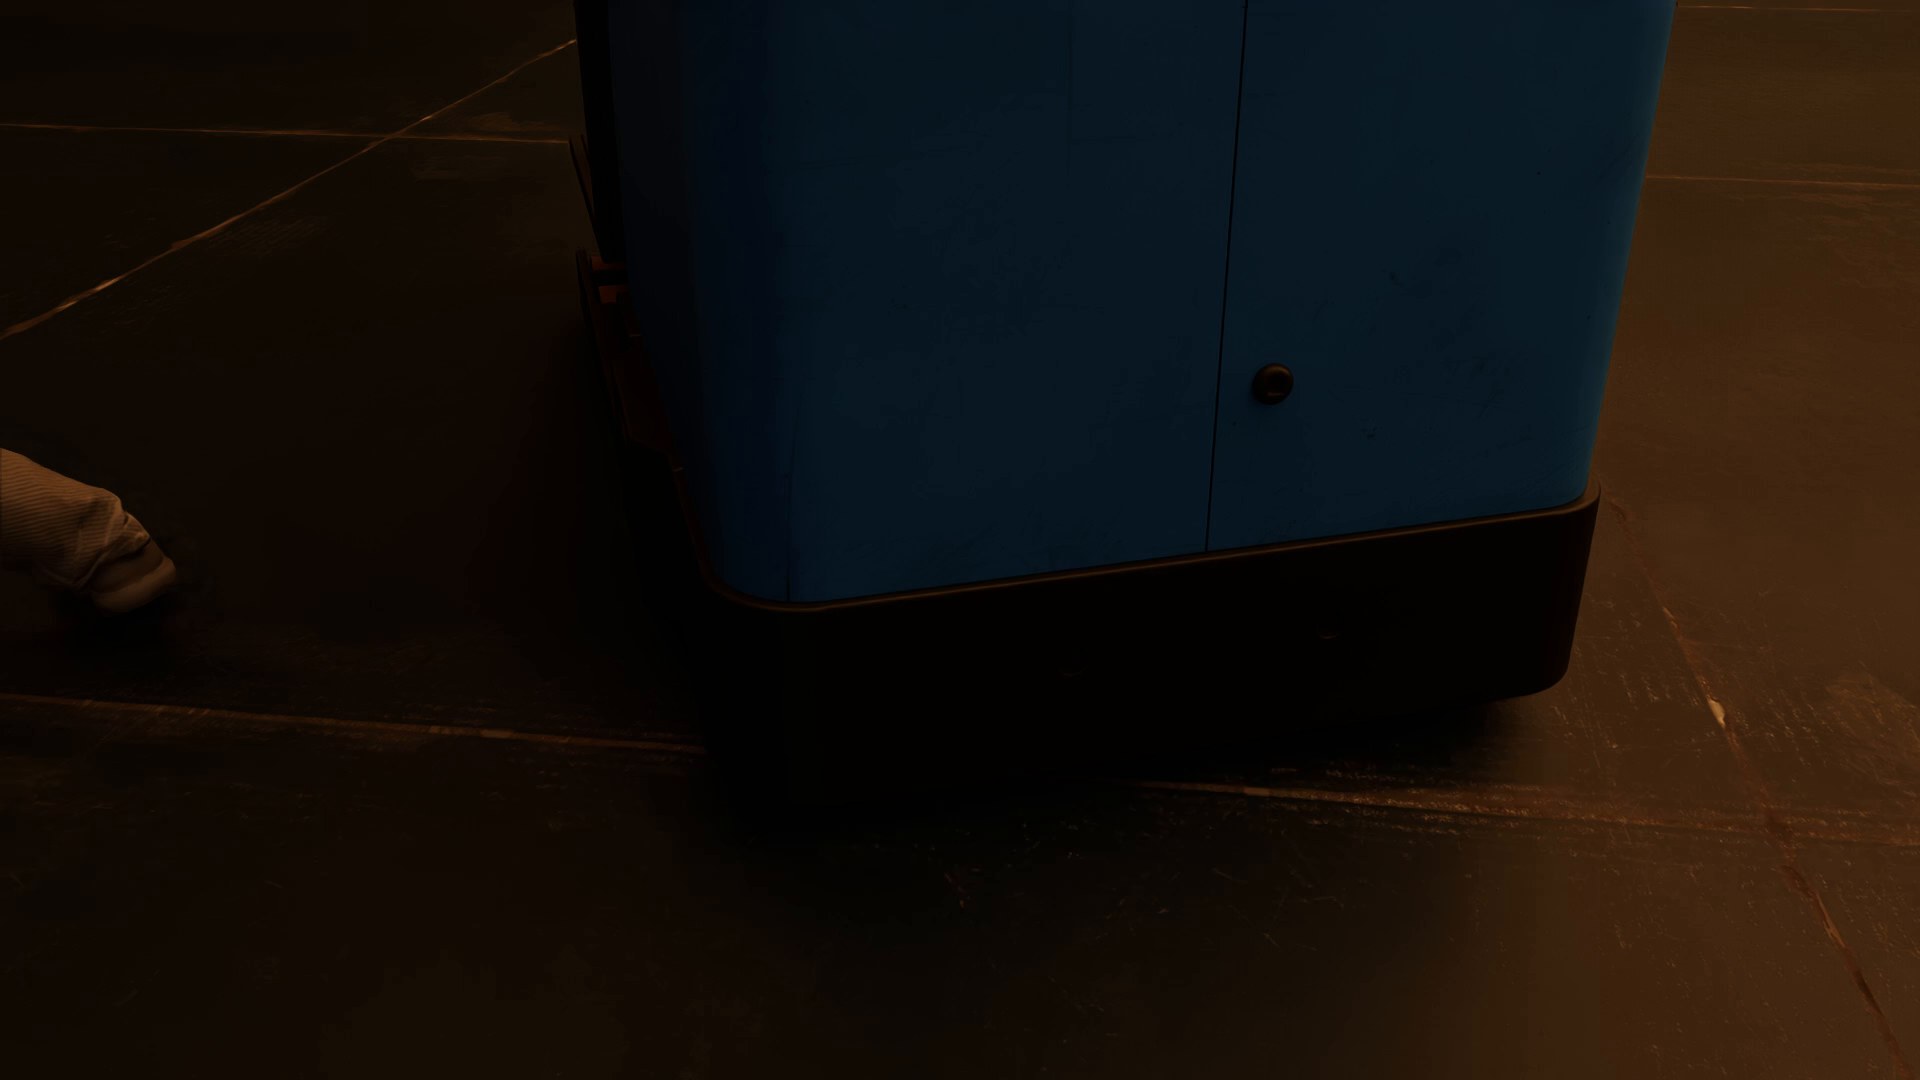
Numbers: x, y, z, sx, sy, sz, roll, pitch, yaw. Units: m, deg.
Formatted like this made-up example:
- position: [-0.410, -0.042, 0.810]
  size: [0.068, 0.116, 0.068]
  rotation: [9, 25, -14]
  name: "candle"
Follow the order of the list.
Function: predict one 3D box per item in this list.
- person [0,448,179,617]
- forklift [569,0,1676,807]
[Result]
- position: [-1.630, -0.565, 1.946]
  size: [1.040, 1.527, 1.012]
  rotation: [19, 32, 33]
  name: "person"
- position: [-0.134, -1.665, 2.555]
  size: [1.130, 2.935, 3.031]
  rotation: [-7, 27, -14]
  name: "forklift"
